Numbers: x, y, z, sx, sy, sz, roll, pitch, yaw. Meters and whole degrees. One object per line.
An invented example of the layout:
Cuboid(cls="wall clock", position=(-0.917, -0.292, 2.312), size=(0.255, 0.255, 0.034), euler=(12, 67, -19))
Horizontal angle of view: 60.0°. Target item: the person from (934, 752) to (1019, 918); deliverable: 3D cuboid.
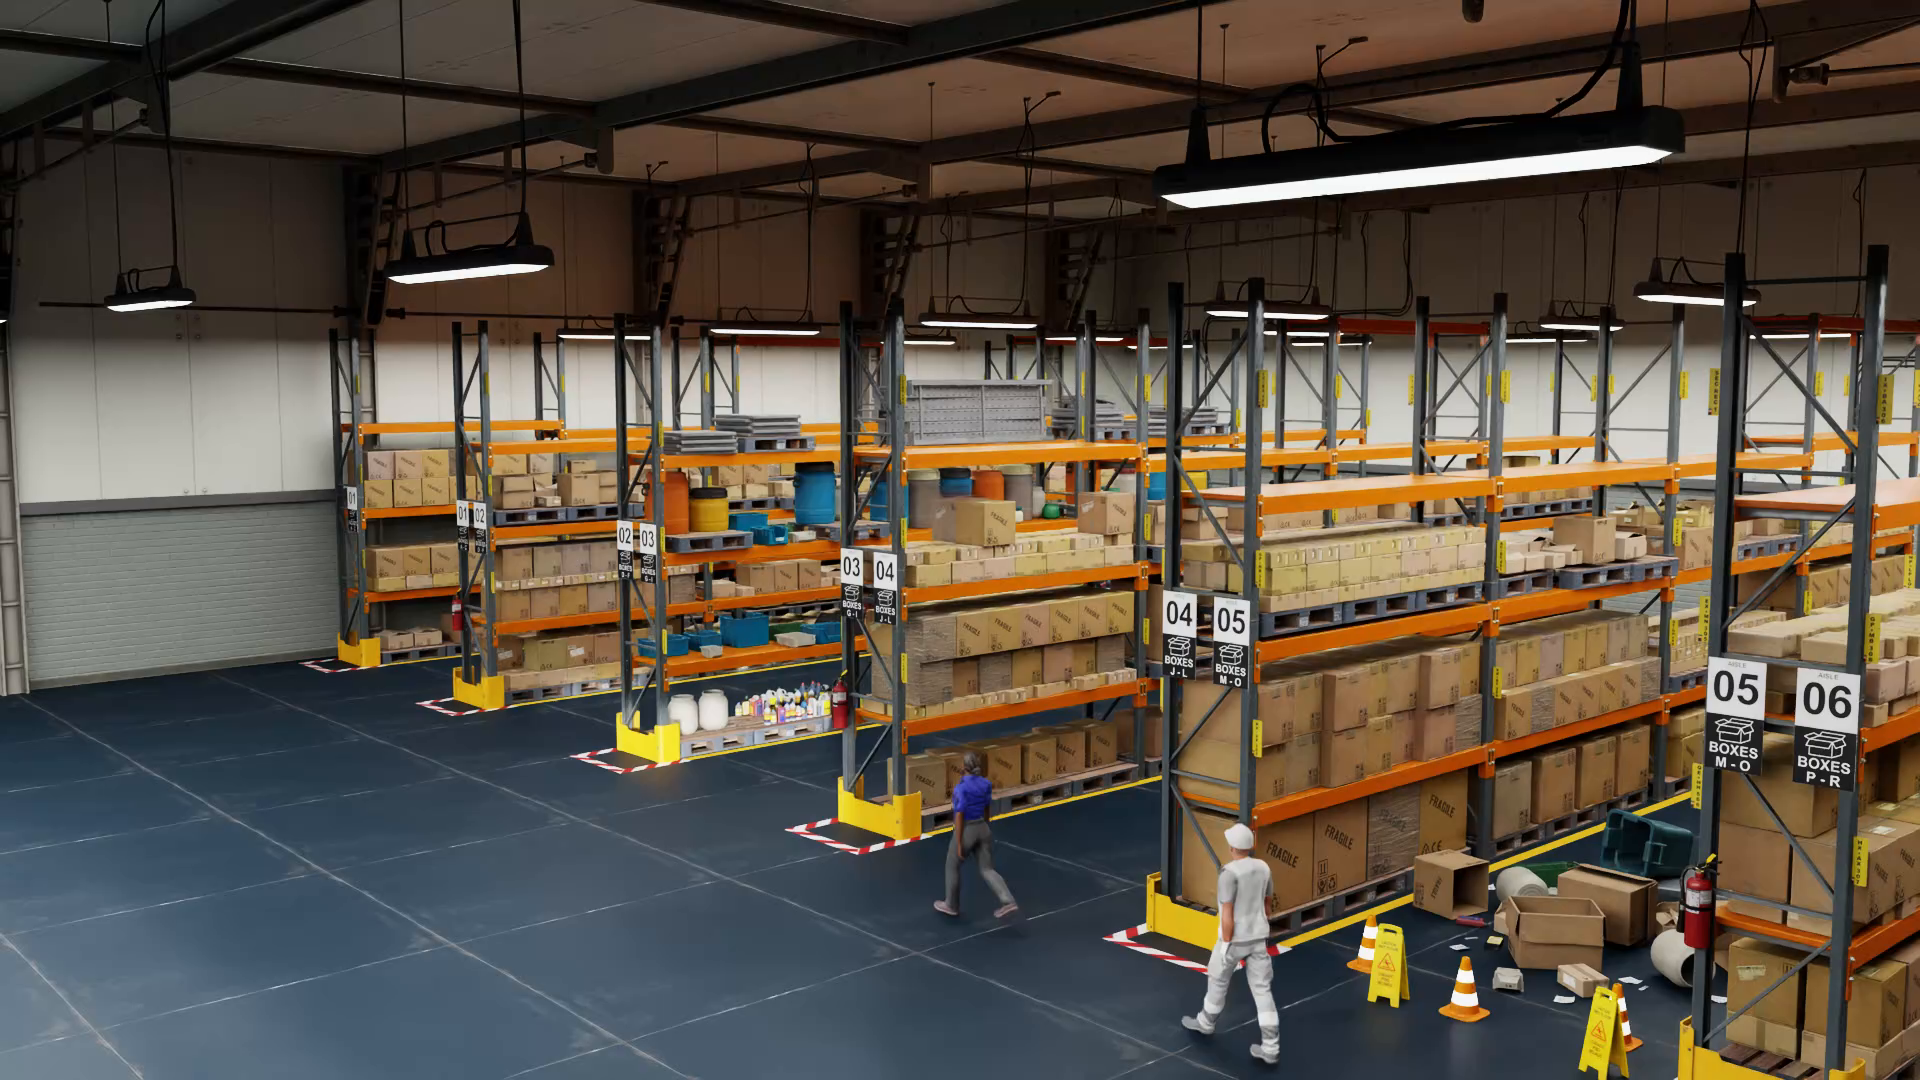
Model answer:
Cuboid(cls="person", position=(0.134, 2.800, 15.731), size=(0.447, 1.608, 0.965), euler=(-5, 8, -42))

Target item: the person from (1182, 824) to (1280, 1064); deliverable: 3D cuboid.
Cuboid(cls="person", position=(2.126, 3.018, 12.745), size=(0.584, 1.724, 0.993), euler=(-3, 6, -26))
